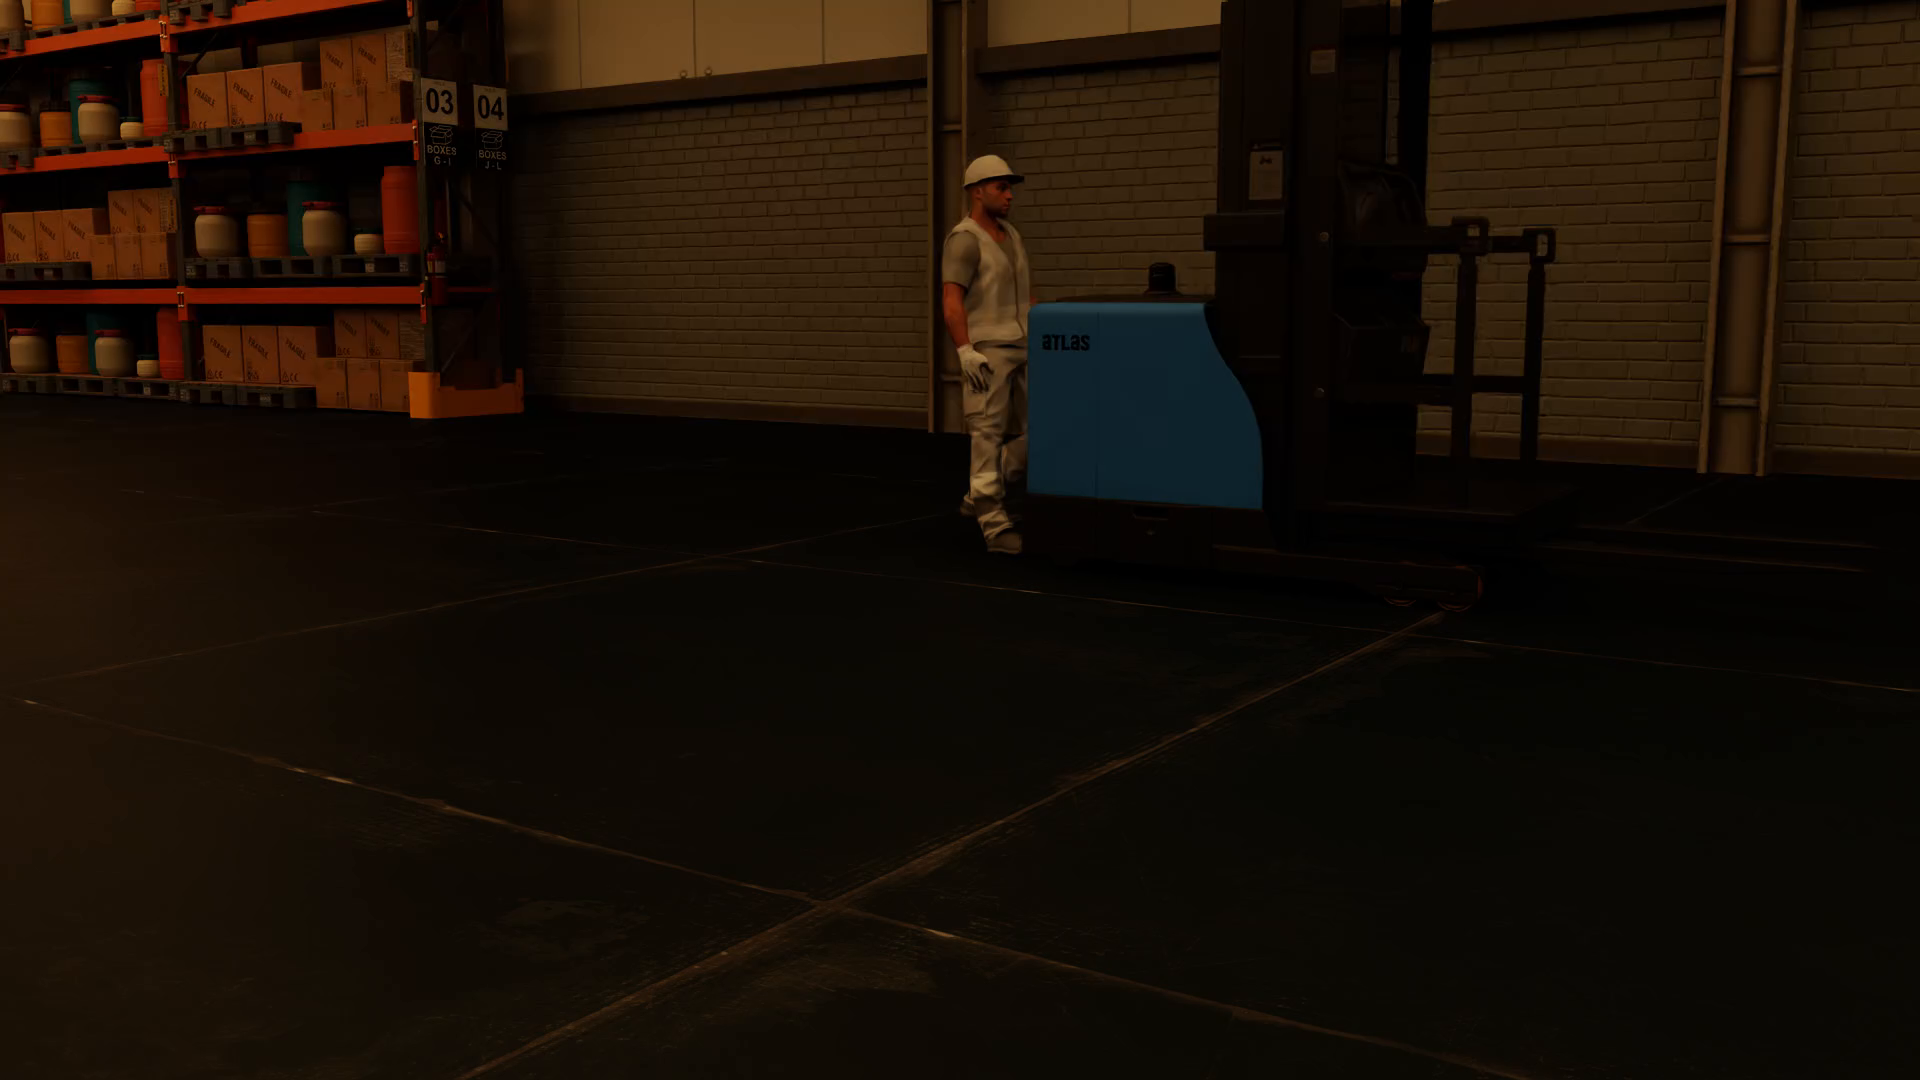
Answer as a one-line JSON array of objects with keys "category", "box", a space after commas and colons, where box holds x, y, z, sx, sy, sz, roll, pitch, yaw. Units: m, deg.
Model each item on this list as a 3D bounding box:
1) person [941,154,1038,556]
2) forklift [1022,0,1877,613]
[{"category": "person", "box": [0.270, -0.830, 7.364, 0.696, 1.737, 0.718, 7, 11, 41]}, {"category": "forklift", "box": [1.776, -1.282, 6.209, 3.031, 2.935, 1.130, 5, 10, 32]}]
